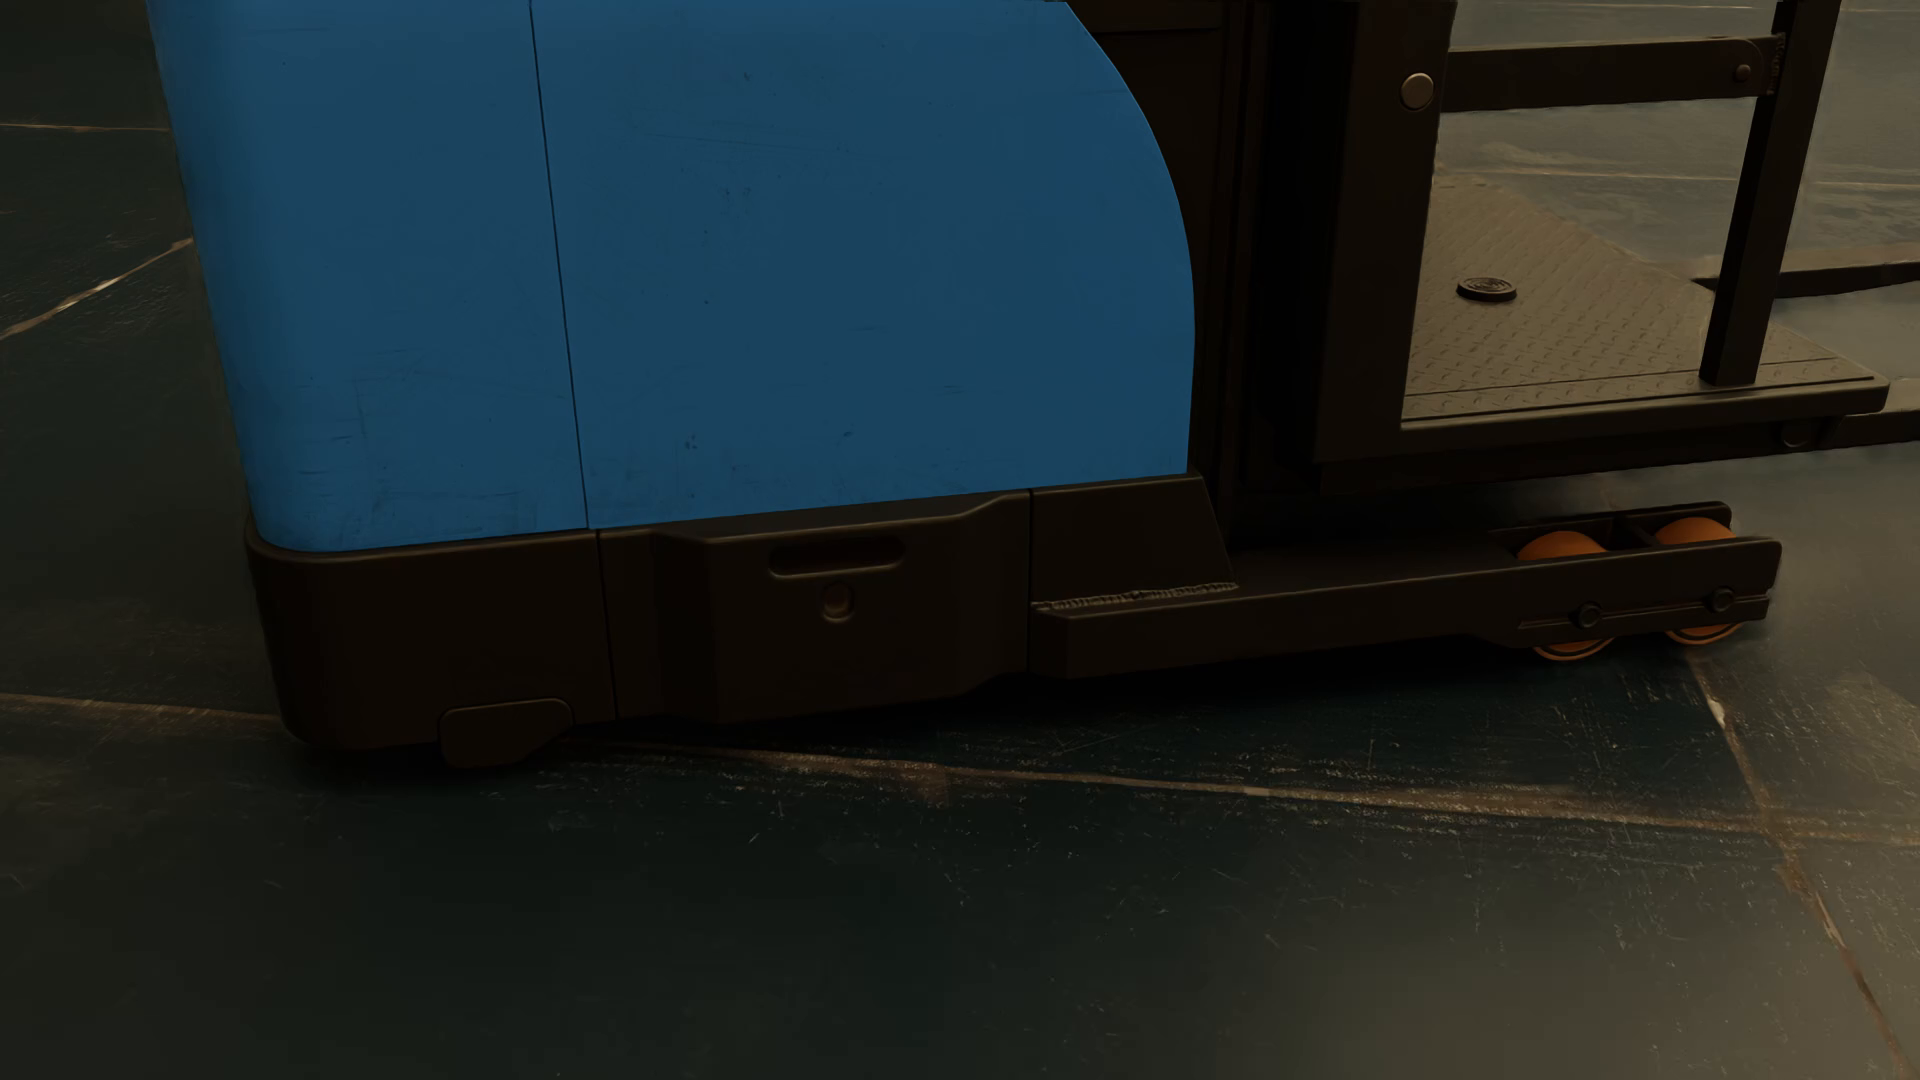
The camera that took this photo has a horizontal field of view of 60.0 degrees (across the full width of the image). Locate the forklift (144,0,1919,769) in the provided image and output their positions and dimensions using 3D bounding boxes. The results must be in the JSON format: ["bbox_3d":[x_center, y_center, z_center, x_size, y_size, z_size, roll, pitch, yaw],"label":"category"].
[{"bbox_3d":[0.598,-1.378,1.978,3.031,2.935,1.130,-6,27,-11],"label":"forklift"}]
